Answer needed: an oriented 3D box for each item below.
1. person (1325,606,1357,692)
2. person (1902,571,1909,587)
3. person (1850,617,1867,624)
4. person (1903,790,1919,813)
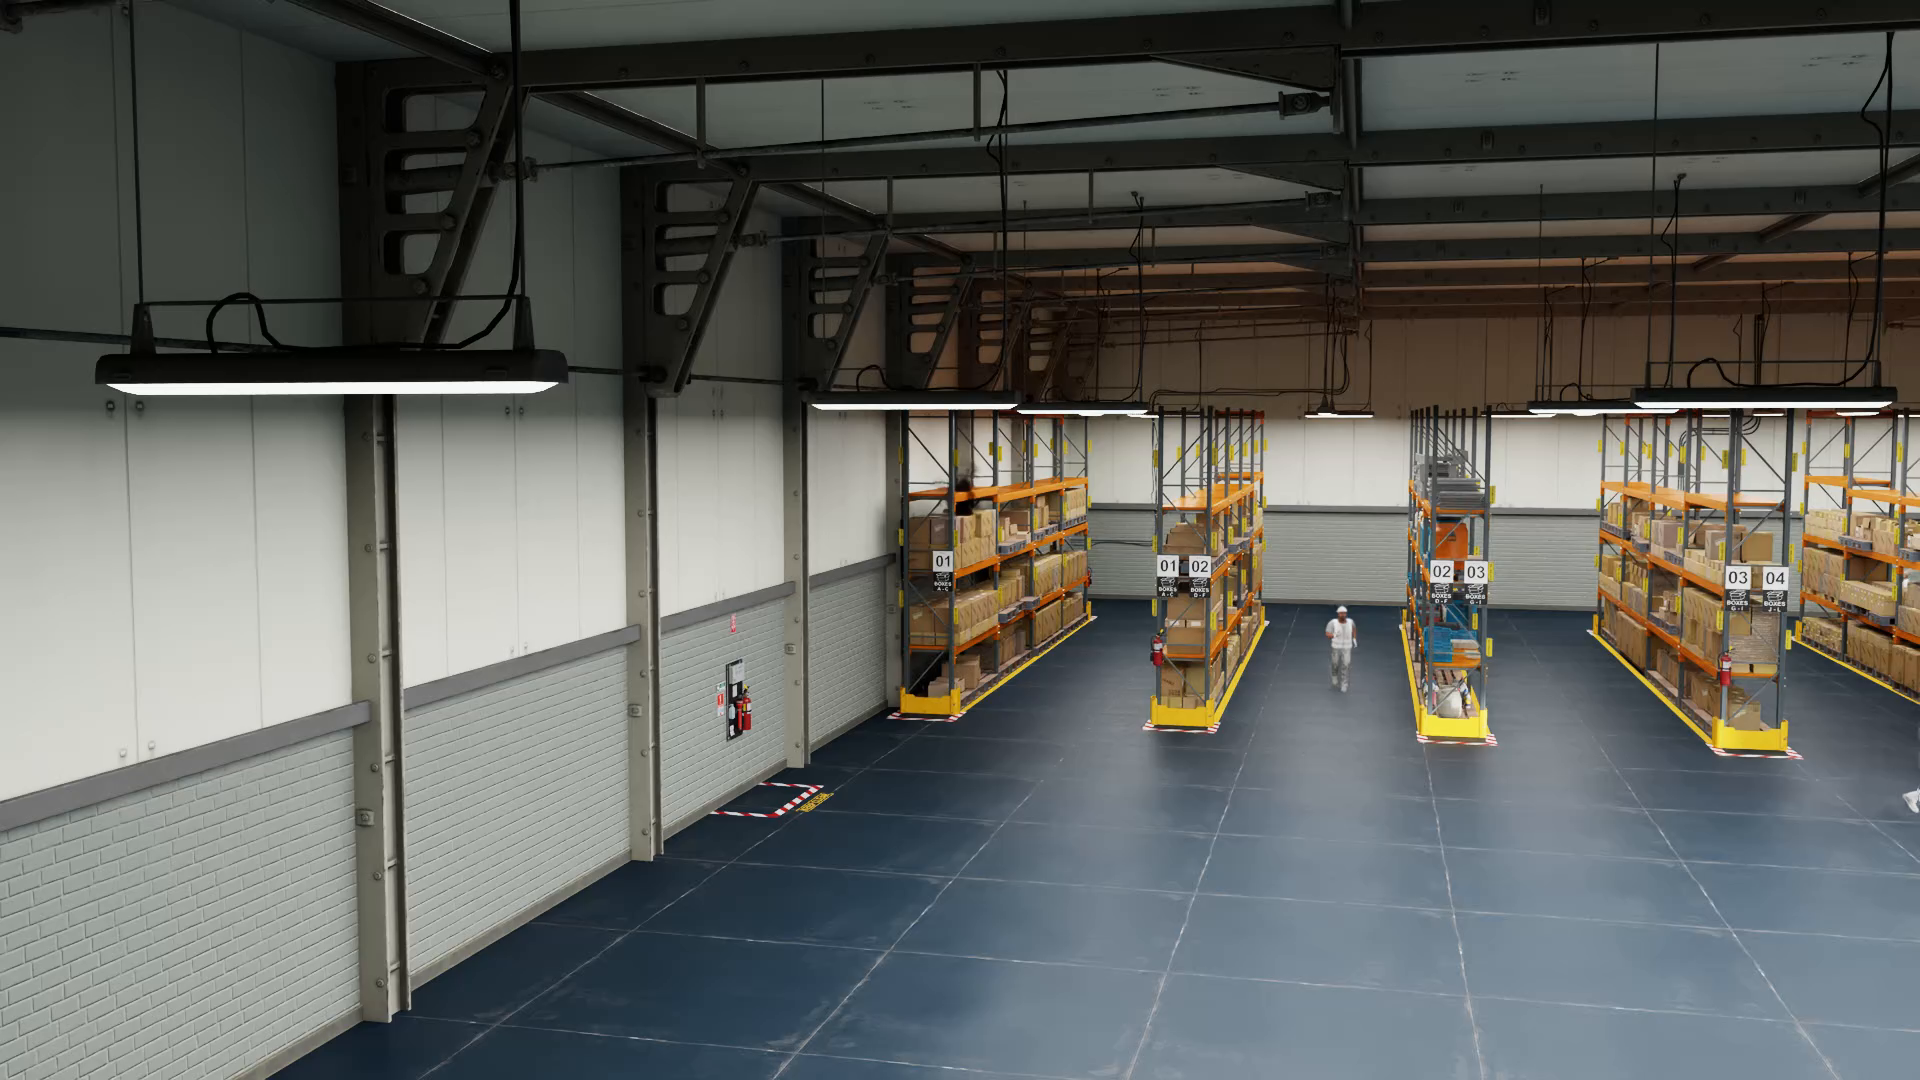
[{"bbox_3d":[8.060,2.280,35.181,0.685,1.765,0.984,0,4,4],"label":"person"},{"bbox_3d":[24.969,1.723,44.085,0.955,1.668,0.719,1,4,16],"label":"person"},{"bbox_3d":[23.657,1.777,43.732,0.650,1.627,0.519,-1,4,-10],"label":"person"},{"bbox_3d":[13.929,3.207,23.658,0.848,1.659,0.607,3,5,39],"label":"person"}]
